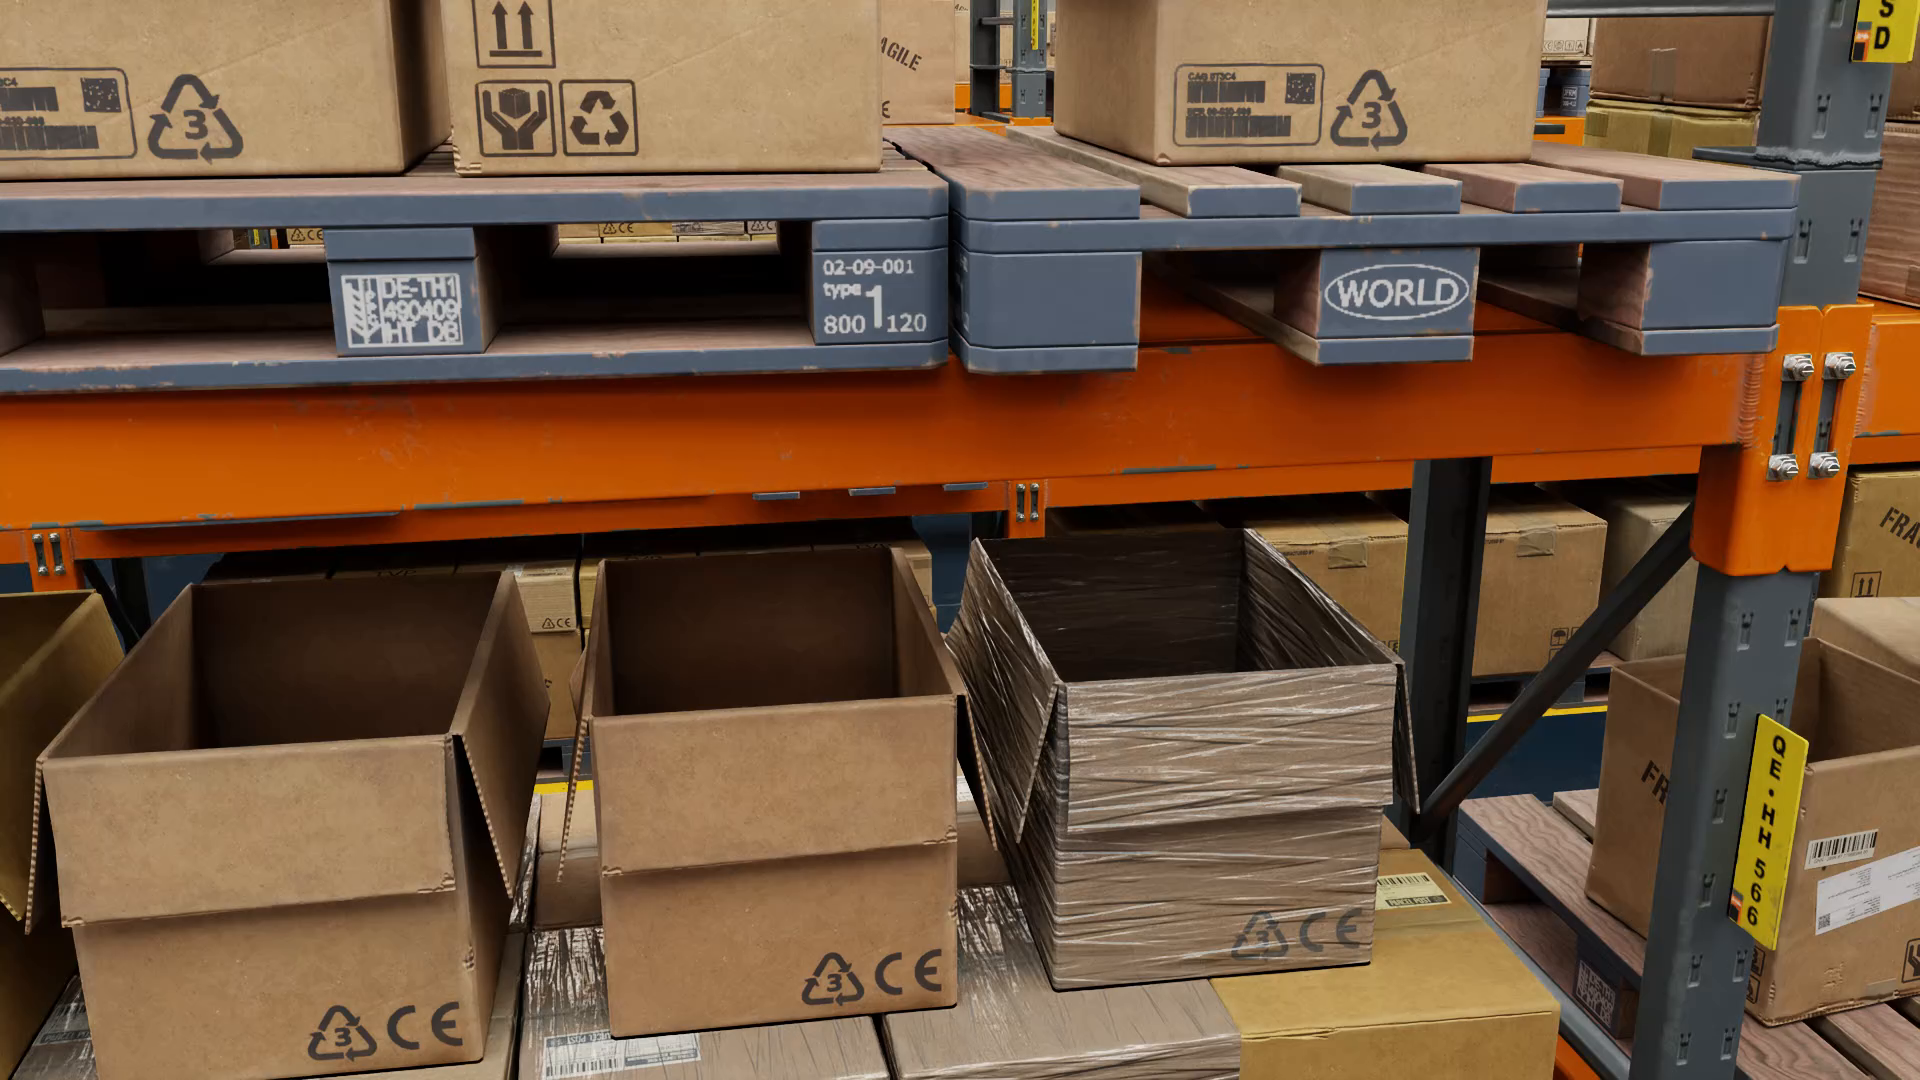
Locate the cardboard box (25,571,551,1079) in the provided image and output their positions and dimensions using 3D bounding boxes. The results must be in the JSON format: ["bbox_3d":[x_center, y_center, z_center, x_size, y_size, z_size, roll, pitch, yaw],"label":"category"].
[{"bbox_3d":[-0.976,0.395,2.539,0.637,0.503,0.797,-3,17,-9],"label":"cardboard box"}]

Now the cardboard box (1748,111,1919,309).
[{"bbox_3d":[1.552,-0.504,2.489,0.500,0.250,0.500,-3,17,-9],"label":"cardboard box"}]

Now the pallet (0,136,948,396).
[{"bbox_3d":[-0.677,-0.418,2.277,1.213,0.211,1.003,-2,17,-8],"label":"pallet"}]

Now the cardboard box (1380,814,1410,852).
[{"bbox_3d":[0.514,0.712,3.214,0.500,0.500,0.500,-3,17,-9],"label":"cardboard box"}]

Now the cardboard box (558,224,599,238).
[{"bbox_3d":[-2.785,-2.384,11.592,0.500,0.500,0.500,-4,17,-11],"label":"cardboard box"}]

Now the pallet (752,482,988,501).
[{"bbox_3d":[-0.479,-0.462,7.534,1.003,0.211,1.213,-3,17,-10],"label":"pallet"}]

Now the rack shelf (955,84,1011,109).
[{"bbox_3d":[1.126,-3.247,12.391,4.000,0.370,1.077,-3,17,-10],"label":"rack shelf"}]

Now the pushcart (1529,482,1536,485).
[{"bbox_3d":[3.572,-0.360,11.342,0.936,0.377,1.648,-10,20,-29],"label":"pushcart"}]

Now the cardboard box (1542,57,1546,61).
[{"bbox_3d":[4.079,-3.750,12.551,0.500,0.250,0.500,-3,17,-11],"label":"cardboard box"}]

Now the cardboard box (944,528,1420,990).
[{"bbox_3d":[0.322,0.320,2.782,0.637,0.503,0.797,-3,17,-9],"label":"cardboard box"}]

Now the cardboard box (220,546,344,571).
[{"bbox_3d":[-3.043,0.120,7.577,0.500,0.250,0.500,-4,17,-12],"label":"cardboard box"}]

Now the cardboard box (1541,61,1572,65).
[{"bbox_3d":[4.450,-3.587,12.701,0.250,0.149,0.380,-4,17,-12],"label":"cardboard box"}]

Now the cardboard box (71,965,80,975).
[{"bbox_3d":[-1.479,0.825,2.847,0.500,0.500,0.500,-3,17,-11],"label":"cardboard box"}]

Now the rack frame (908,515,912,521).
[{"bbox_3d":[-0.353,-0.697,10.526,0.023,1.500,0.400,-3,17,-10],"label":"rack frame"}]

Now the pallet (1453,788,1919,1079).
[{"bbox_3d":[1.722,0.833,3.319,1.003,0.211,1.213,-3,17,-10],"label":"pallet"}]

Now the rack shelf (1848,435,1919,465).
[{"bbox_3d":[6.092,-0.614,8.929,4.000,0.370,1.077,-3,17,-10],"label":"rack shelf"}]

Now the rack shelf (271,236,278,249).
[{"bbox_3d":[-7.674,-2.798,16.038,4.000,0.370,1.077,-3,17,-10],"label":"rack shelf"}]

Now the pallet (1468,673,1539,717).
[{"bbox_3d":[2.185,0.620,8.435,1.213,0.211,1.003,-3,17,-10],"label":"pallet"}]

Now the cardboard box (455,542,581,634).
[{"bbox_3d":[-1.927,0.212,7.278,0.500,0.250,0.500,-3,17,-8],"label":"cardboard box"}]

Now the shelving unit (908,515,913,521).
[{"bbox_3d":[0.007,-0.717,10.593,0.755,1.500,0.431,-3,17,-10],"label":"shelving unit"}]

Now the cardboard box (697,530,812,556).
[{"bbox_3d":[-0.915,0.157,7.458,0.500,0.250,0.500,-3,17,-10],"label":"cardboard box"}]

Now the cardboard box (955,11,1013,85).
[{"bbox_3d":[0.095,-3.577,12.070,0.500,0.500,0.700,-3,17,-10],"label":"cardboard box"}]

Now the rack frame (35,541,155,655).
[{"bbox_3d":[-3.727,-0.401,7.010,0.127,3.000,1.000,-3,17,-10],"label":"rack frame"}]

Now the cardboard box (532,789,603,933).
[{"bbox_3d":[-0.495,0.771,3.022,0.500,0.500,0.500,-4,17,-11],"label":"cardboard box"}]

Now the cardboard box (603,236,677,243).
[{"bbox_3d":[-2.266,-2.049,11.776,0.500,0.250,0.500,-4,17,-12],"label":"cardboard box"}]

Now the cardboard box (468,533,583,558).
[{"bbox_3d":[-2.020,0.062,7.767,0.500,0.250,0.500,-4,18,-13],"label":"cardboard box"}]

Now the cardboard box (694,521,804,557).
[{"bbox_3d":[-1.020,0.008,7.940,0.500,0.250,0.500,-3,17,-11],"label":"cardboard box"}]

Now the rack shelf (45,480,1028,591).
[{"bbox_3d":[-1.763,-0.169,7.478,4.000,0.370,1.077,-3,17,-10],"label":"rack shelf"}]

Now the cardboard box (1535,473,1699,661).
[{"bbox_3d":[3.536,0.088,8.532,0.750,0.750,1.050,-3,17,-11],"label":"cardboard box"}]

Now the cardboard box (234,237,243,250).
[{"bbox_3d":[-5.172,-1.771,11.299,0.500,0.500,0.500,-3,17,-10],"label":"cardboard box"}]

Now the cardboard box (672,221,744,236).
[{"bbox_3d":[-1.798,-2.436,11.761,0.500,0.500,0.500,-3,17,-9],"label":"cardboard box"}]

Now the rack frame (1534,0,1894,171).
[{"bbox_3d":[1.043,-2.056,2.181,0.127,3.000,1.000,-3,17,-10],"label":"rack frame"}]

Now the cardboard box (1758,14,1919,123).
[{"bbox_3d":[1.553,-0.861,2.377,0.500,0.500,0.500,-3,17,-10],"label":"cardboard box"}]

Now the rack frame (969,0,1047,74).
[{"bbox_3d":[0.201,-3.492,6.854,0.127,3.000,1.000,-3,17,-10],"label":"rack frame"}]

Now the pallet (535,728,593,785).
[{"bbox_3d":[-1.762,0.819,7.786,1.213,0.211,1.003,-3,17,-10],"label":"pallet"}]

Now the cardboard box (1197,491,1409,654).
[{"bbox_3d":[1.674,0.193,8.191,0.750,0.750,1.050,-3,17,-10],"label":"cardboard box"}]

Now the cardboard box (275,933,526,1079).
[{"bbox_3d":[-0.895,0.946,2.451,0.500,0.500,0.500,-3,17,-9],"label":"cardboard box"}]

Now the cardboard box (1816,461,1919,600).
[{"bbox_3d":[4.759,-0.047,8.759,0.875,0.875,0.875,-3,17,-10],"label":"cardboard box"}]

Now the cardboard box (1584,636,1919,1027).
[{"bbox_3d":[1.565,0.521,3.121,0.500,0.500,0.500,-5,18,-17],"label":"cardboard box"}]

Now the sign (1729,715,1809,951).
[{"bbox_3d":[1.151,0.418,2.371,0.005,0.325,0.100,-3,17,-10],"label":"sign"}]

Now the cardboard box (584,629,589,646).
[{"bbox_3d":[-1.422,0.544,7.474,0.500,0.500,0.500,-4,18,-13],"label":"cardboard box"}]

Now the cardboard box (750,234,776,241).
[{"bbox_3d":[-1.265,-2.113,11.985,0.500,0.250,0.500,-3,17,-11],"label":"cardboard box"}]

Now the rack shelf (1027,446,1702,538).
[{"bbox_3d":[2.165,-0.392,8.203,4.000,0.370,1.077,-3,17,-10],"label":"rack shelf"}]

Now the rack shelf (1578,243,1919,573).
[{"bbox_3d":[3.006,-0.390,3.089,4.000,0.370,1.077,-3,17,-10],"label":"rack shelf"}]

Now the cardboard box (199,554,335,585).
[{"bbox_3d":[-2.951,0.269,7.091,0.500,0.250,0.500,-4,18,-13],"label":"cardboard box"}]

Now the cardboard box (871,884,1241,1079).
[{"bbox_3d":[0.114,0.889,2.640,0.500,0.500,0.500,-3,17,-11],"label":"cardboard box"}]

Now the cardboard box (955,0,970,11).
[{"bbox_3d":[-0.026,-5.233,16.576,0.500,0.500,0.500,-3,17,-9],"label":"cardboard box"}]

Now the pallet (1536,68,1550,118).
[{"bbox_3d":[1.920,-2.082,7.694,1.213,0.211,1.003,-2,17,-8],"label":"pallet"}]

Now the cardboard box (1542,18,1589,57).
[{"bbox_3d":[2.449,-2.326,7.432,0.500,0.311,0.500,-4,17,-12],"label":"cardboard box"}]

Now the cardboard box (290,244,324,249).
[{"bbox_3d":[-4.279,-1.933,11.401,0.500,0.250,0.500,-4,17,-12],"label":"cardboard box"}]

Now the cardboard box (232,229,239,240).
[{"bbox_3d":[-5.176,-2.243,11.131,0.500,0.500,0.500,-3,17,-11],"label":"cardboard box"}]

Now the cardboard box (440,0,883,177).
[{"bbox_3d":[-0.373,-0.743,2.127,0.500,0.500,0.500,-2,17,-7],"label":"cardboard box"}]

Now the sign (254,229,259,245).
[{"bbox_3d":[-4.658,-2.114,10.978,0.005,0.325,0.100,-3,17,-10],"label":"sign"}]

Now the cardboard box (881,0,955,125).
[{"bbox_3d":[-0.312,-2.001,6.938,0.500,0.500,0.500,-3,17,-10],"label":"cardboard box"}]
